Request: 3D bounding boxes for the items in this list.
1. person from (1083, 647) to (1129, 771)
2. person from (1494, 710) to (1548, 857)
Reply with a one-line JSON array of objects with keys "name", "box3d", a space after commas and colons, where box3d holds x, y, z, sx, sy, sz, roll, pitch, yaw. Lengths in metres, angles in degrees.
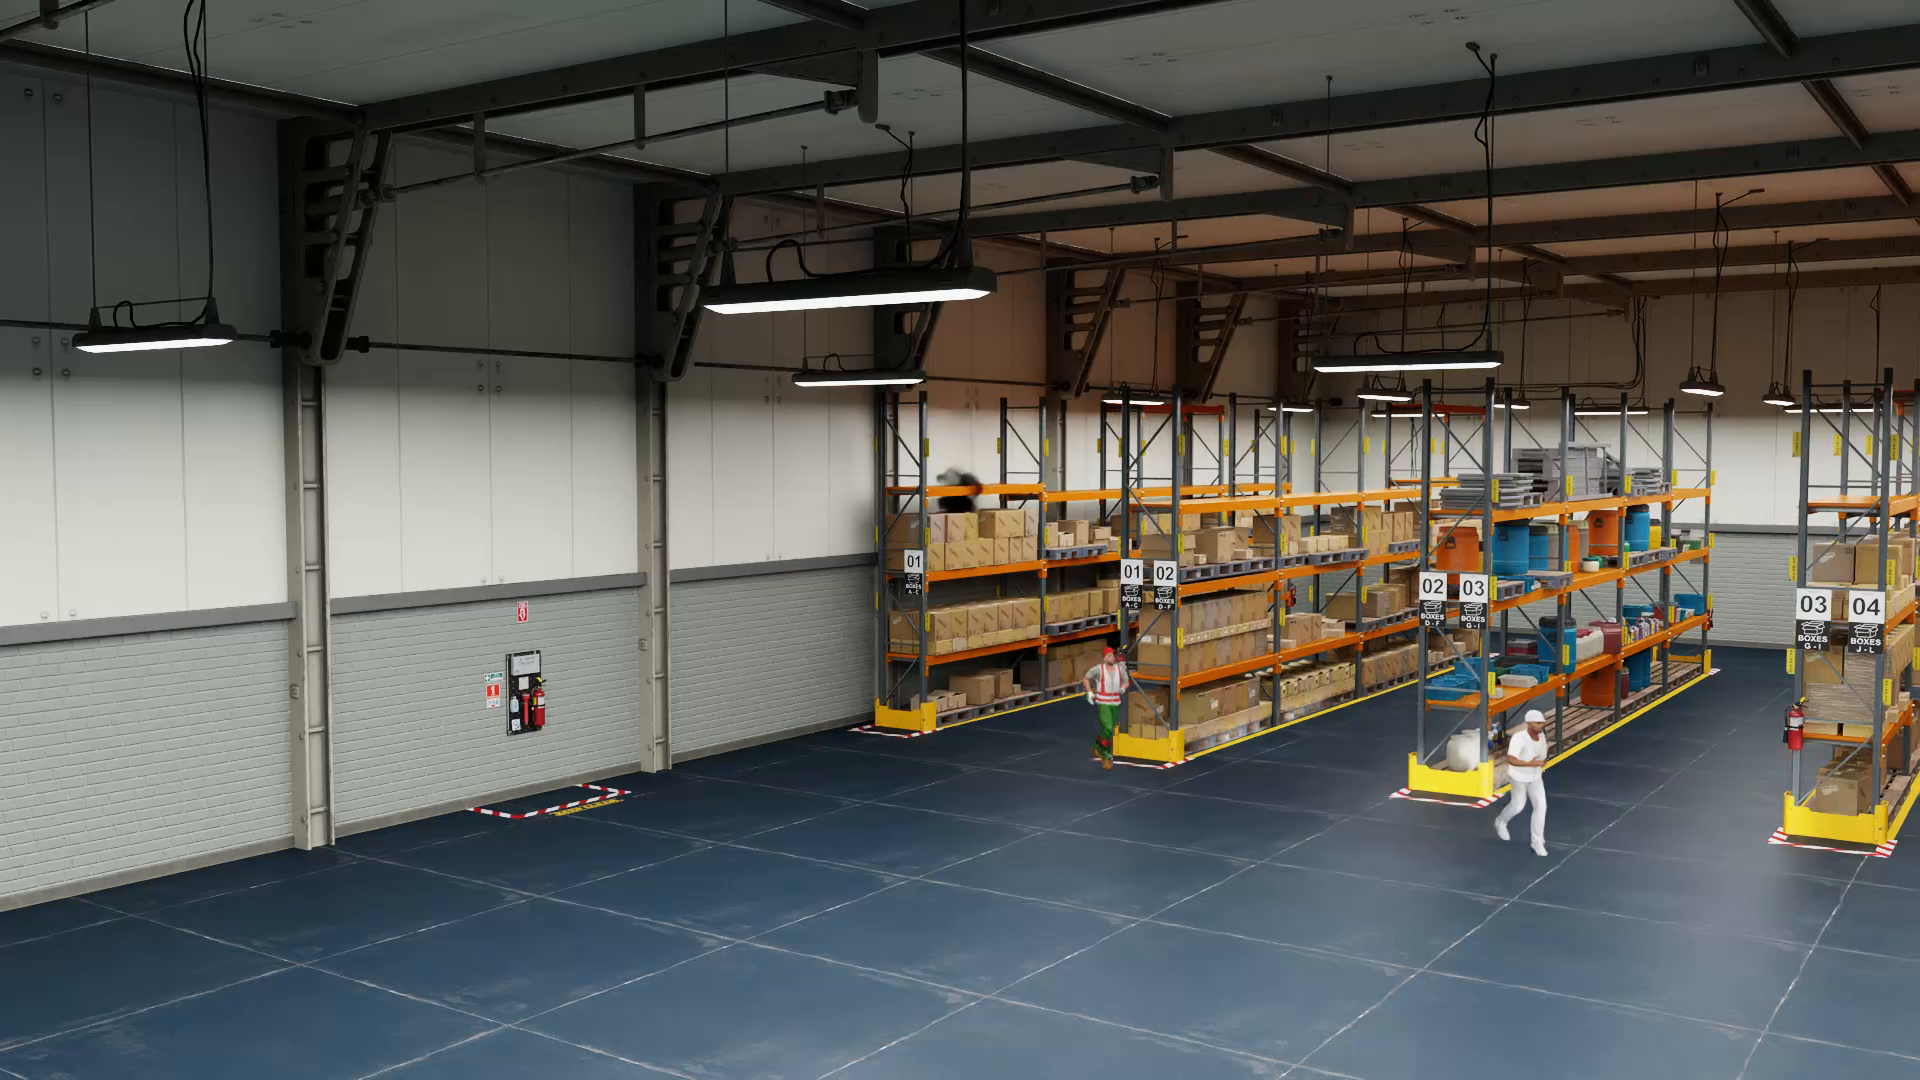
[{"name": "person", "box3d": [2.269, 2.549, 25.490, 0.659, 1.837, 0.801, -1, 3, -25]}, {"name": "person", "box3d": [7.012, 2.999, 20.704, 0.714, 1.816, 0.925, -1, 3, -25]}]
